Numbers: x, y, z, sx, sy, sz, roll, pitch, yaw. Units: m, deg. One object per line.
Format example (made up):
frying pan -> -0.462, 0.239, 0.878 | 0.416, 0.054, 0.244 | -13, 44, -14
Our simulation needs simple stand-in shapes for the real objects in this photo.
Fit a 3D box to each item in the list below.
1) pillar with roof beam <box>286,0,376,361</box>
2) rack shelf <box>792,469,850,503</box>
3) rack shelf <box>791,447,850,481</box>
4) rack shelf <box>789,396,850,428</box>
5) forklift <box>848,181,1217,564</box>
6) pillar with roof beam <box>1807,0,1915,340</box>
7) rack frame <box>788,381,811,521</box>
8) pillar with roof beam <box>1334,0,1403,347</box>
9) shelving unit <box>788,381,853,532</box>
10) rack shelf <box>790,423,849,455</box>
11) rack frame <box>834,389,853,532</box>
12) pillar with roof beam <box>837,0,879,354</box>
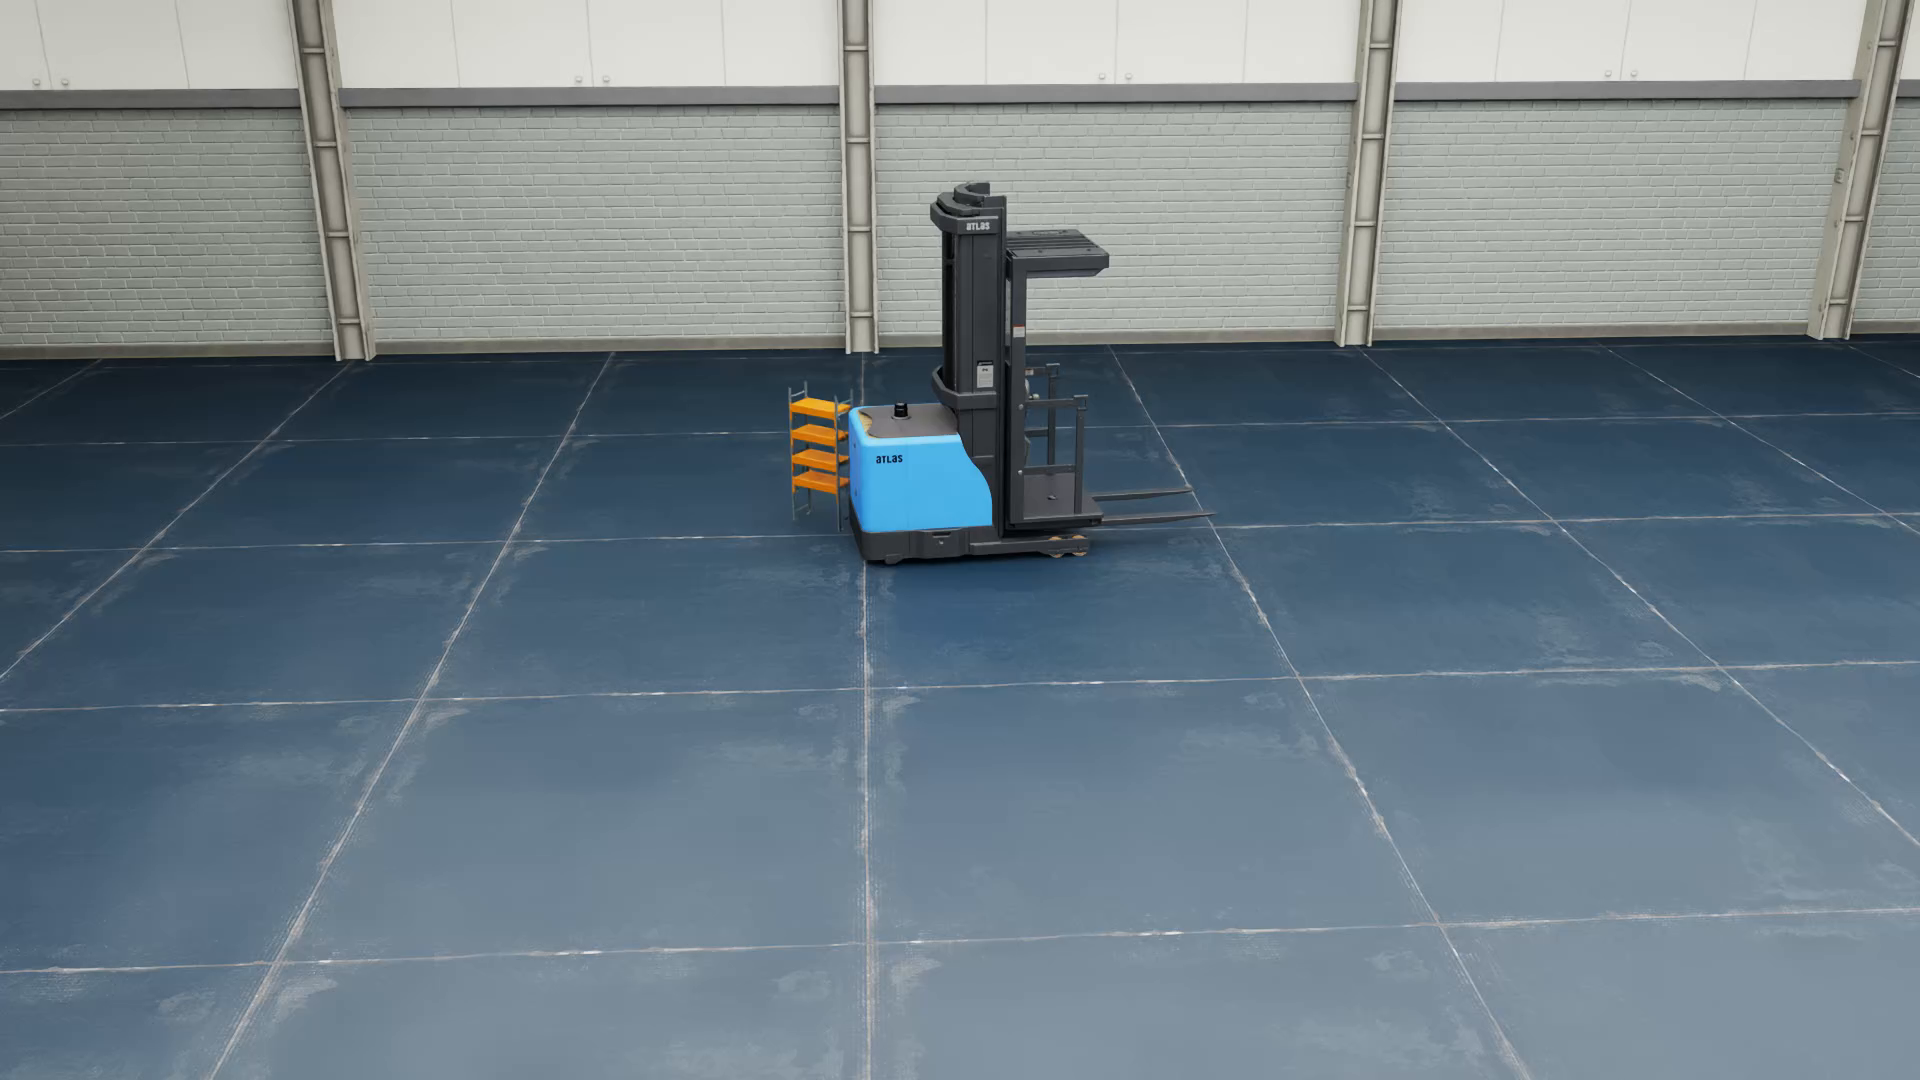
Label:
pillar with roof beam -> -6.923, -4.847, 14.135 | 0.400, 9.000, 9.100 | -1, 21, -3
rack shelf -> -1.178, -0.469, 14.345 | 0.480, 0.148, 0.258 | 13, 24, 30
rack shelf -> -1.178, -0.655, 14.275 | 0.480, 0.148, 0.258 | 13, 24, 30
rack shelf -> -1.178, -1.085, 14.111 | 0.480, 0.148, 0.258 | 13, 24, 30
forklift -> 0.618, -1.409, 13.633 | 3.031, 2.935, 1.130 | -4, 21, -9
pillar with roof beam -> 11.047, -5.212, 15.095 | 0.400, 9.000, 9.100 | -1, 21, -3
rack frame -> -1.383, -0.765, 14.375 | 0.015, 1.200, 0.240 | 13, 24, 30
pillar with roof beam -> 5.057, -5.090, 14.775 | 0.400, 9.000, 9.100 | -1, 21, -3
shelving unit -> -1.178, -0.718, 14.251 | 0.503, 1.200, 0.258 | 13, 24, 30
rack shelf -> -1.178, -0.864, 14.195 | 0.480, 0.148, 0.258 | 13, 24, 30
rack frame -> -0.973, -0.670, 14.127 | 0.015, 1.200, 0.240 | 13, 24, 30
pillar with roof beam -> -0.933, -4.968, 14.455 | 0.400, 9.000, 9.100 | -1, 21, -3
